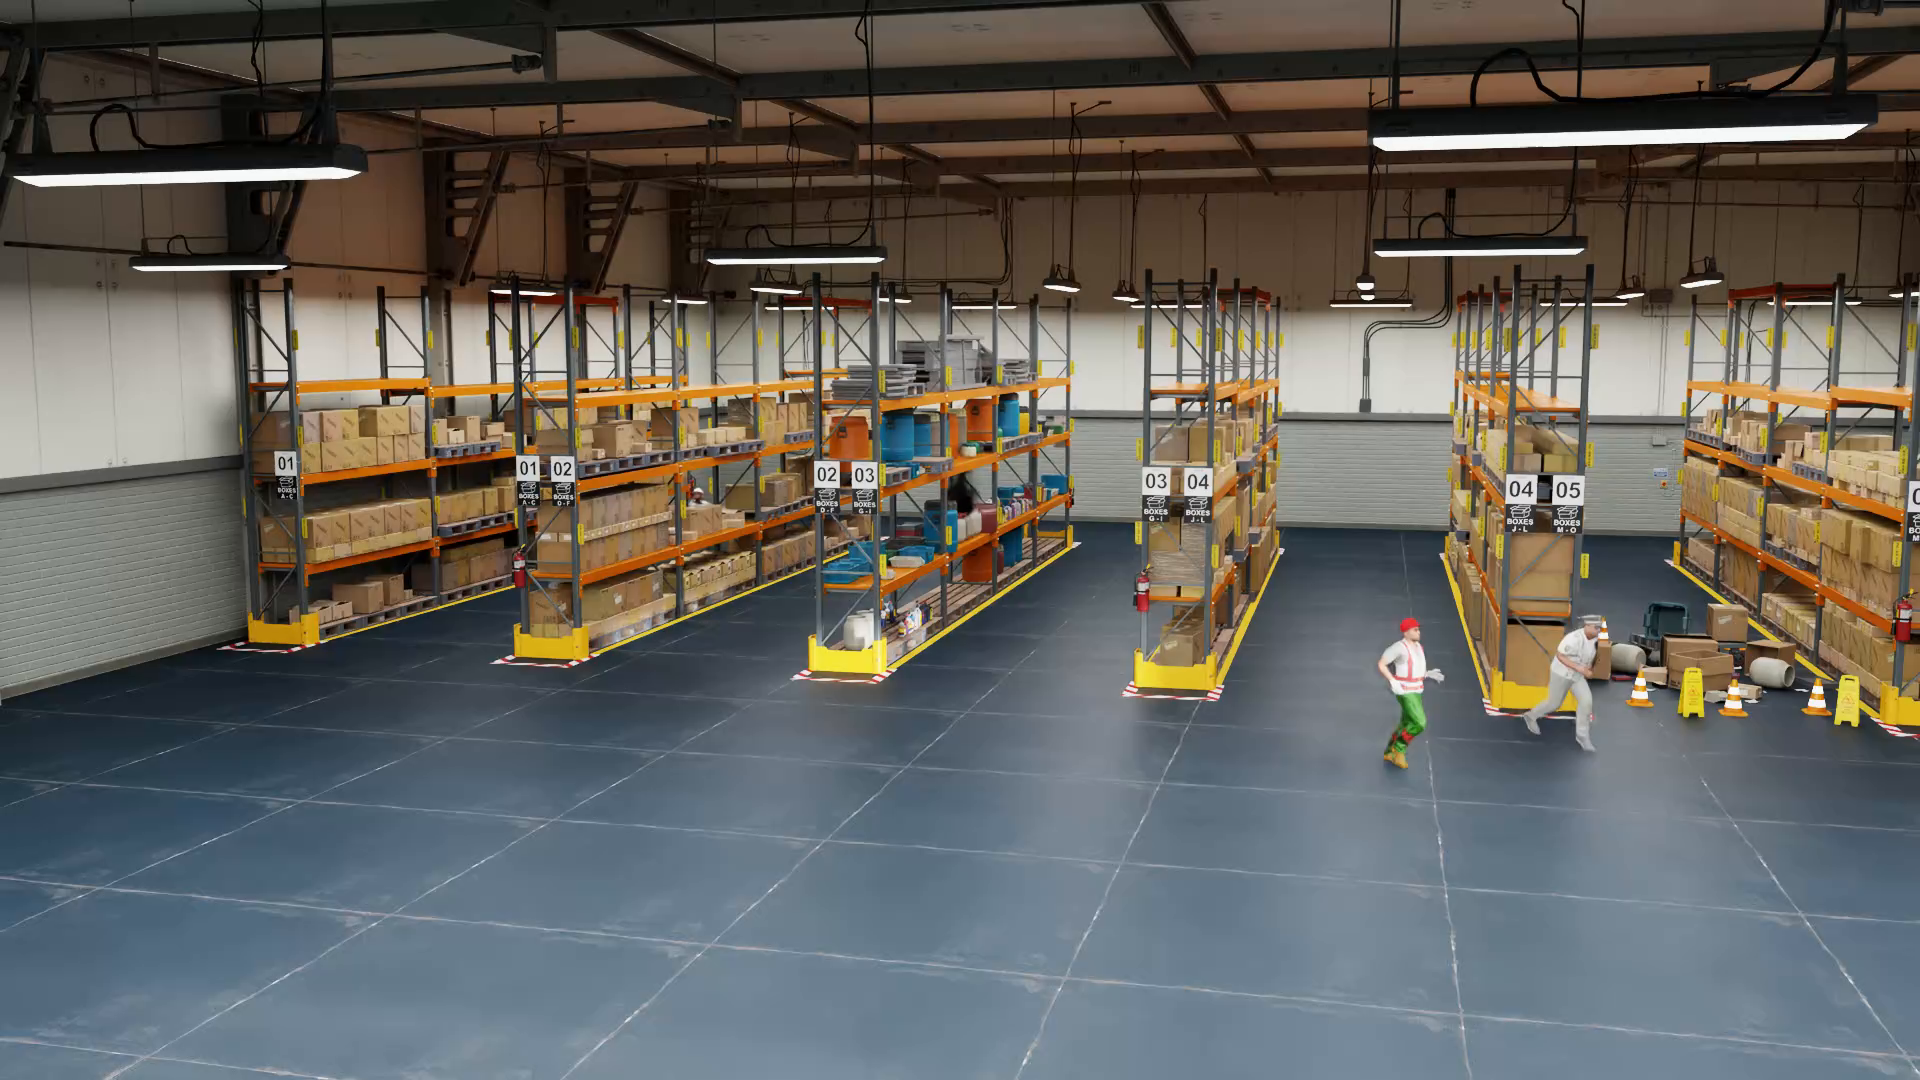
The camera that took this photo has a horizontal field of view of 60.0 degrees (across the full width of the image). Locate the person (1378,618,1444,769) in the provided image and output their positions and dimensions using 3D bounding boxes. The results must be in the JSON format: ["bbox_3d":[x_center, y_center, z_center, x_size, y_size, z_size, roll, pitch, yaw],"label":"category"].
[{"bbox_3d":[5.280,1.795,19.466,0.670,1.767,0.634,7,10,44],"label":"person"}]

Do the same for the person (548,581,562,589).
[{"bbox_3d":[-7.254,0.577,29.998,0.561,1.564,0.534,2,7,13],"label":"person"}]

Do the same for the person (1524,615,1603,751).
[{"bbox_3d":[7.512,1.724,20.714,0.704,1.723,1.023,-5,9,-37],"label":"person"}]

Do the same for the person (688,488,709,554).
[{"bbox_3d":[-5.845,-0.302,37.090,0.688,1.722,0.546,1,7,12],"label":"person"}]
